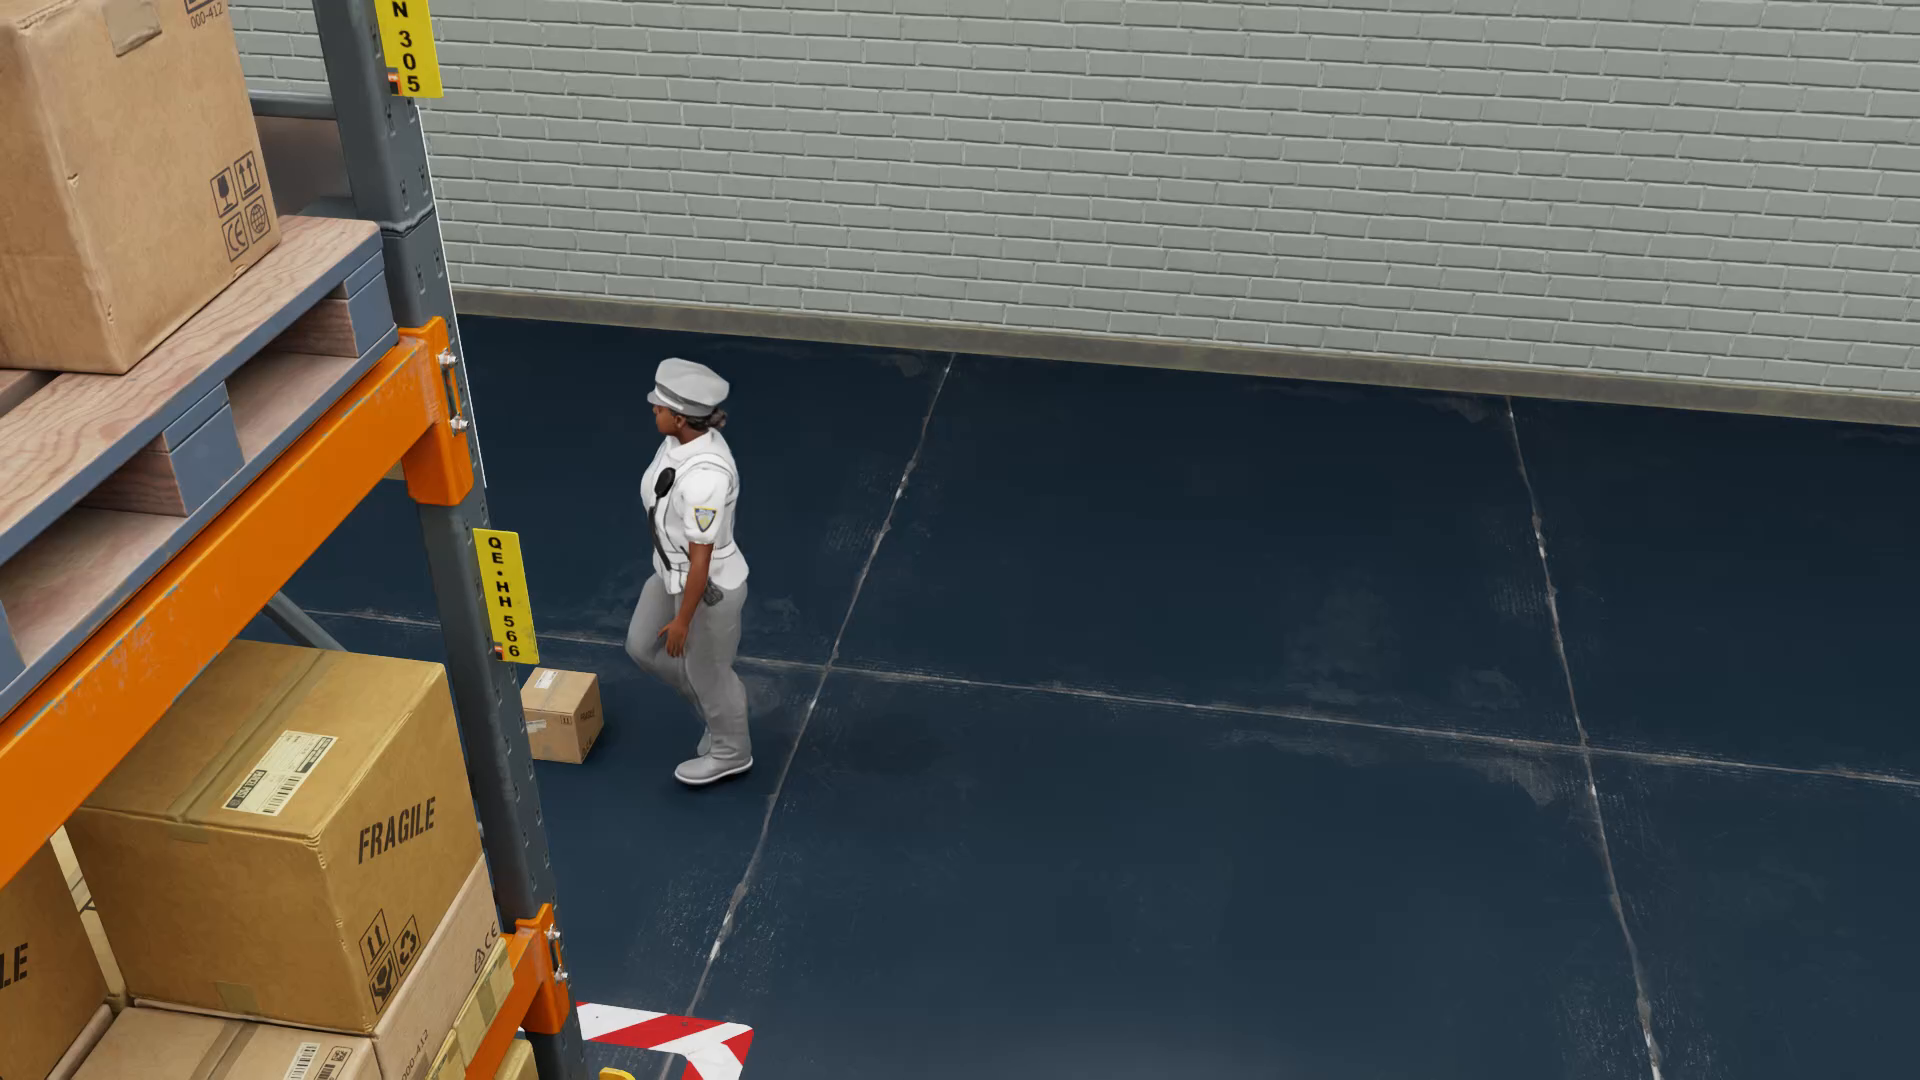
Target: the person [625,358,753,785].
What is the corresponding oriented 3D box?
[{"bbox_3d":[-0.962,0.162,5.848,0.435,1.703,0.466,-13,35,-20],"label":"person"}]
